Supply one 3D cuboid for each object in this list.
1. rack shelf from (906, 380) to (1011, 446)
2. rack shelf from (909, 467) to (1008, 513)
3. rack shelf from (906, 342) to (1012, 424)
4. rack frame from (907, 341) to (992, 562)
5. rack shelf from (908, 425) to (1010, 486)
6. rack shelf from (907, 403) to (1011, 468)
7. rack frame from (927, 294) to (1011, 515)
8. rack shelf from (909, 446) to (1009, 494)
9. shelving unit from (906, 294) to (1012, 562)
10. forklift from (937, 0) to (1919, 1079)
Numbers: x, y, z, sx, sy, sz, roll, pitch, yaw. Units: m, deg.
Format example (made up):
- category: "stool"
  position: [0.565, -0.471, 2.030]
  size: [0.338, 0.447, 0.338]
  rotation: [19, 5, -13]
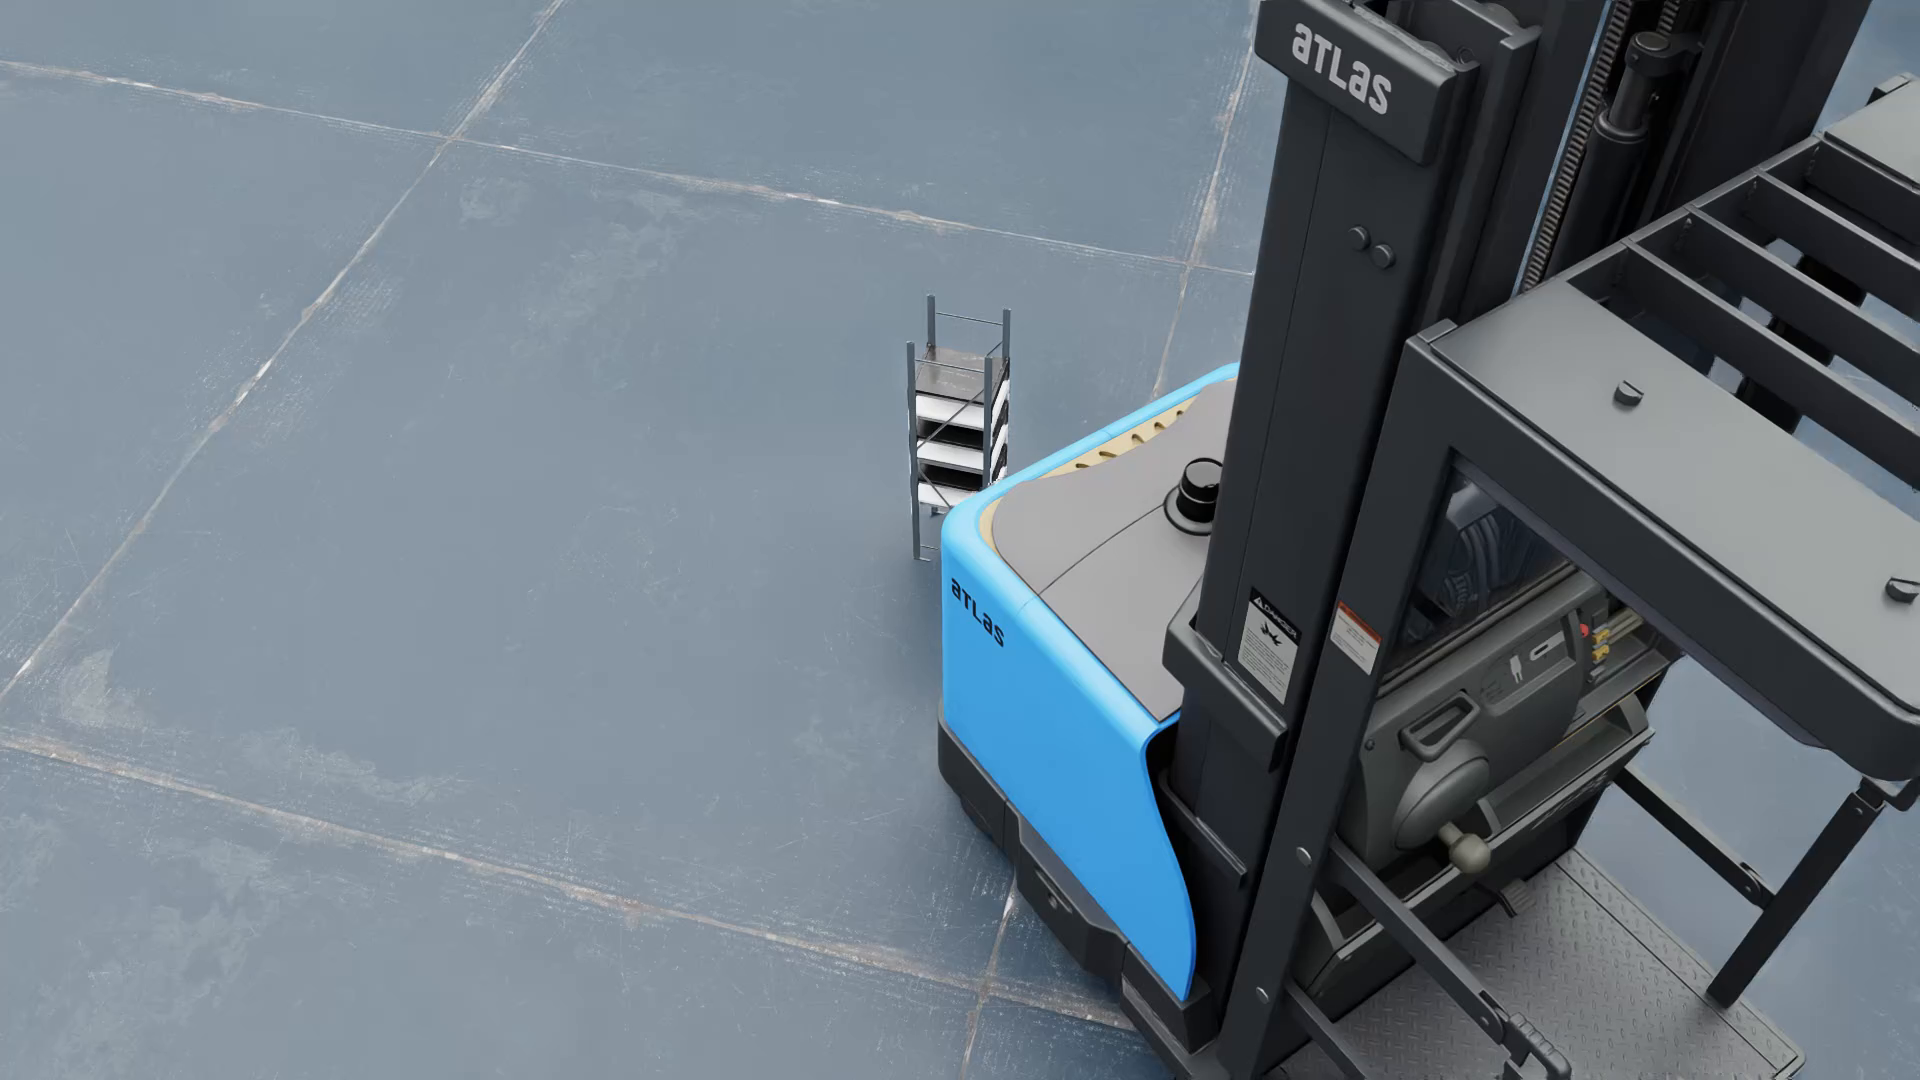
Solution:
- category: "rack shelf"
  position: [-0.002, -0.389, 4.797]
  size: [0.258, 0.077, 0.200]
  rotation: [12, 50, 10]
- category: "rack shelf"
  position: [-0.002, -0.151, 5.067]
  size: [0.258, 0.077, 0.200]
  rotation: [12, 50, 10]
- category: "rack shelf"
  position: [-0.002, -0.449, 4.730]
  size: [0.258, 0.077, 0.200]
  rotation: [12, 50, 10]
- category: "rack frame"
  position: [-0.029, -0.218, 4.843]
  size: [0.240, 0.900, 0.006]
  rotation: [12, 50, 10]
- category: "rack shelf"
  position: [-0.002, -0.270, 4.932]
  size: [0.258, 0.077, 0.200]
  rotation: [12, 50, 10]
- category: "rack shelf"
  position: [-0.002, -0.329, 4.865]
  size: [0.258, 0.077, 0.200]
  rotation: [12, 50, 10]
- category: "rack frame"
  position: [0.025, -0.365, 4.972]
  size: [0.240, 0.900, 0.006]
  rotation: [12, 50, 10]
- category: "rack shelf"
  position: [-0.002, -0.210, 5.000]
  size: [0.258, 0.077, 0.200]
  rotation: [12, 50, 10]
- category: "shelving unit"
  position: [-0.002, -0.292, 4.907]
  size: [0.258, 0.900, 0.210]
  rotation: [12, 50, 10]
- category: "forklift"
  position: [1.198, 0.374, 2.965]
  size: [1.130, 2.935, 3.031]
  rotation: [-28, 54, -22]
